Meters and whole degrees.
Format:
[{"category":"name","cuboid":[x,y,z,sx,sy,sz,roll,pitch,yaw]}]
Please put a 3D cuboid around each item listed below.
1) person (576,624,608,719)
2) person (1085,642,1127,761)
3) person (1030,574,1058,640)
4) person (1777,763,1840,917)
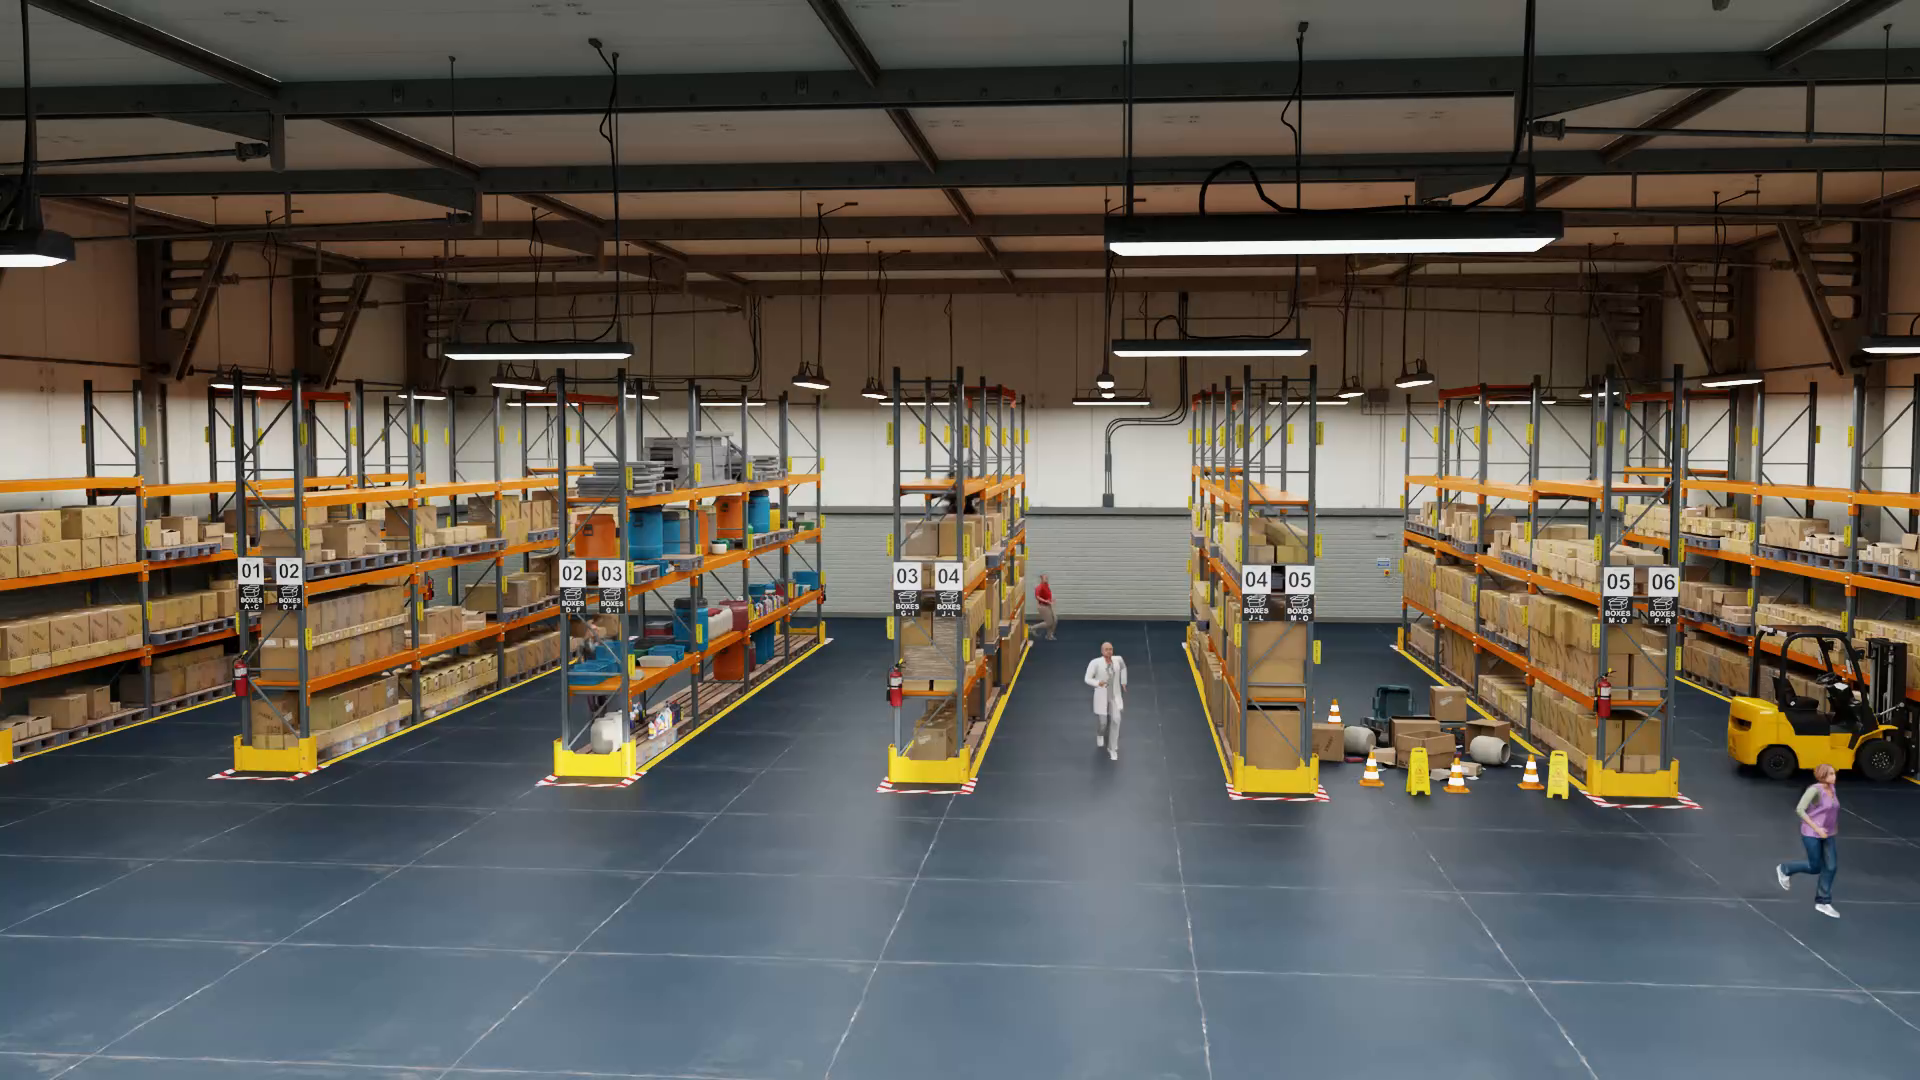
[{"category":"person","cuboid":[-6.430,2.334,29.216,0.647,1.684,0.602,0,4,-3]},{"category":"person","cuboid":[2.302,2.511,26.137,0.742,1.836,1.009,-1,4,-12]},{"category":"person","cuboid":[2.050,1.655,40.837,0.638,1.657,0.686,1,4,18]},{"category":"person","cuboid":[9.057,3.135,17.649,0.566,1.582,0.744,-2,4,-30]}]
